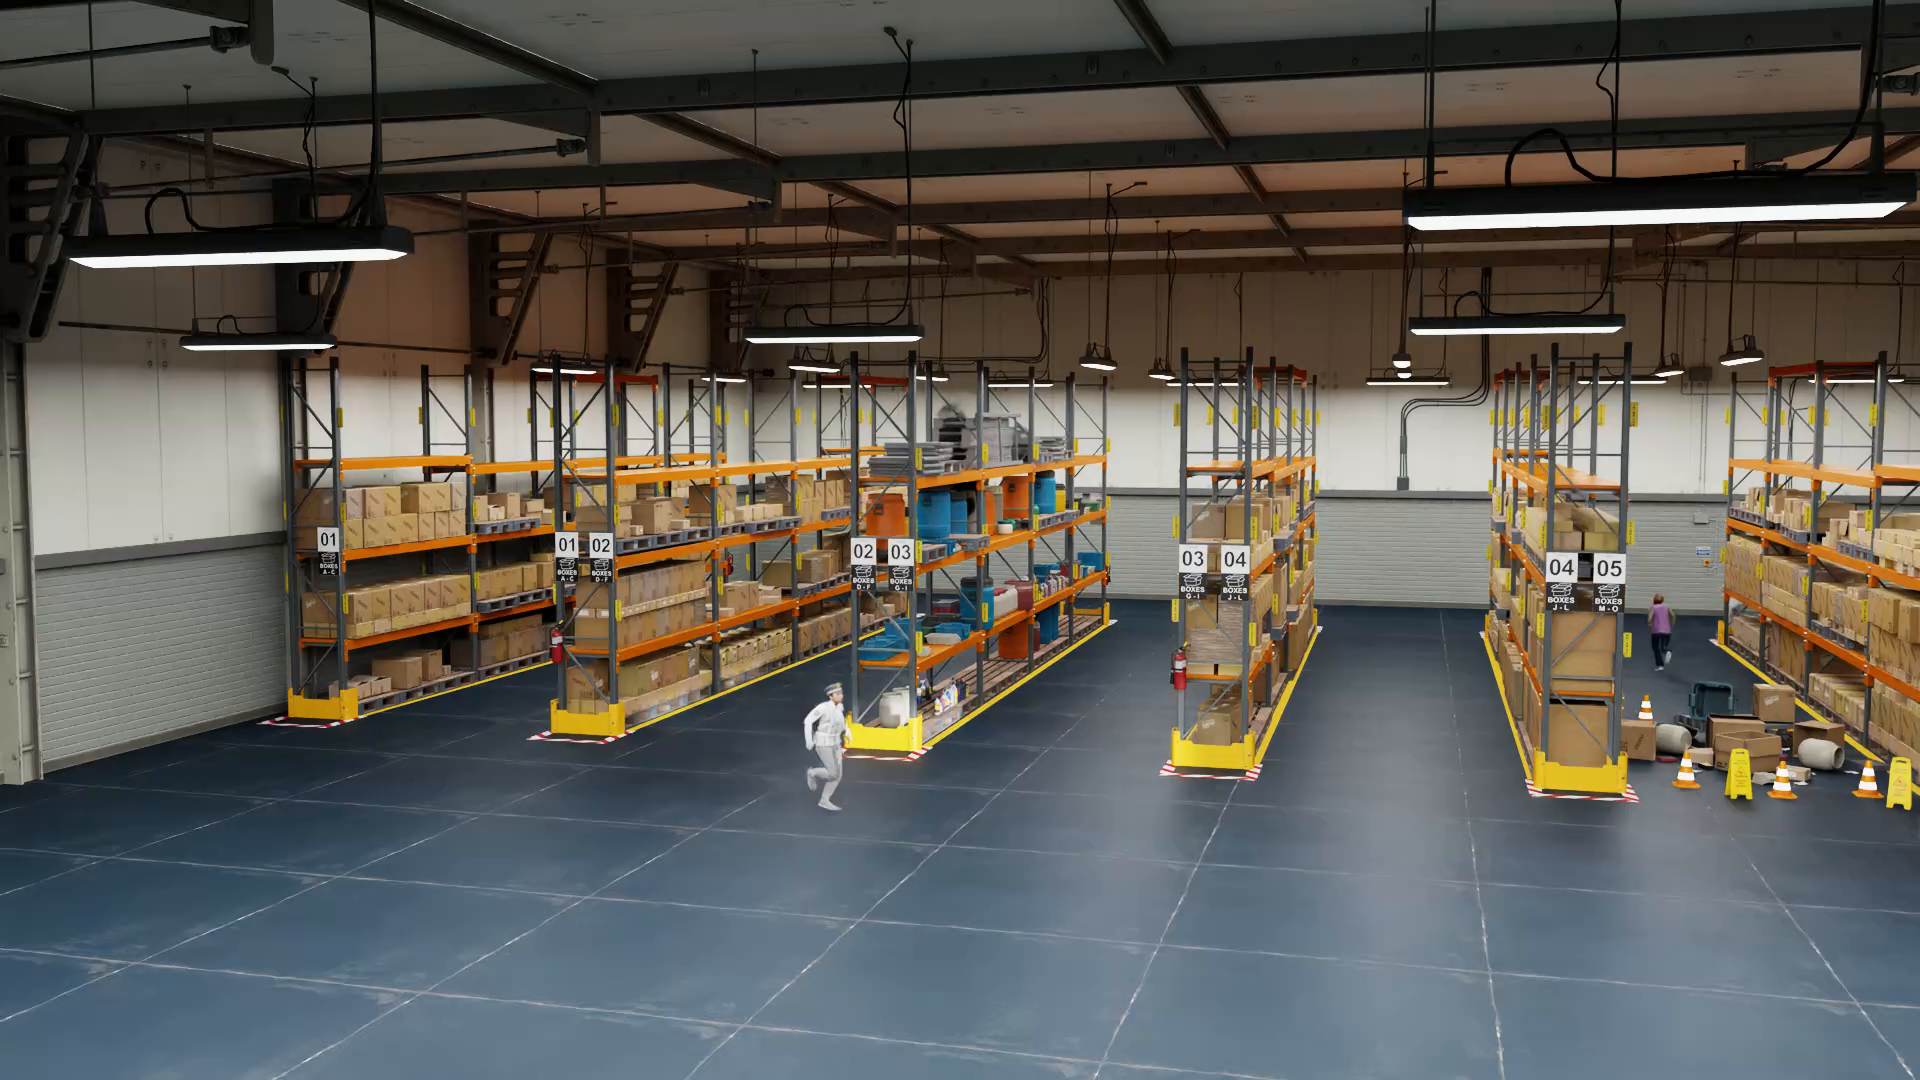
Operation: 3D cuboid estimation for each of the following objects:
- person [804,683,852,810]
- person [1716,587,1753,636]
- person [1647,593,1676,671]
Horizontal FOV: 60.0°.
[{"bbox_3d":[-1.686,2.637,21.321,0.644,1.650,0.653,3,5,38],"label":"person"},{"bbox_3d":[17.749,1.342,38.008,0.851,1.764,0.712,0,4,4],"label":"person"},{"bbox_3d":[13.805,1.848,32.695,0.551,1.576,0.767,0,4,4],"label":"person"}]
